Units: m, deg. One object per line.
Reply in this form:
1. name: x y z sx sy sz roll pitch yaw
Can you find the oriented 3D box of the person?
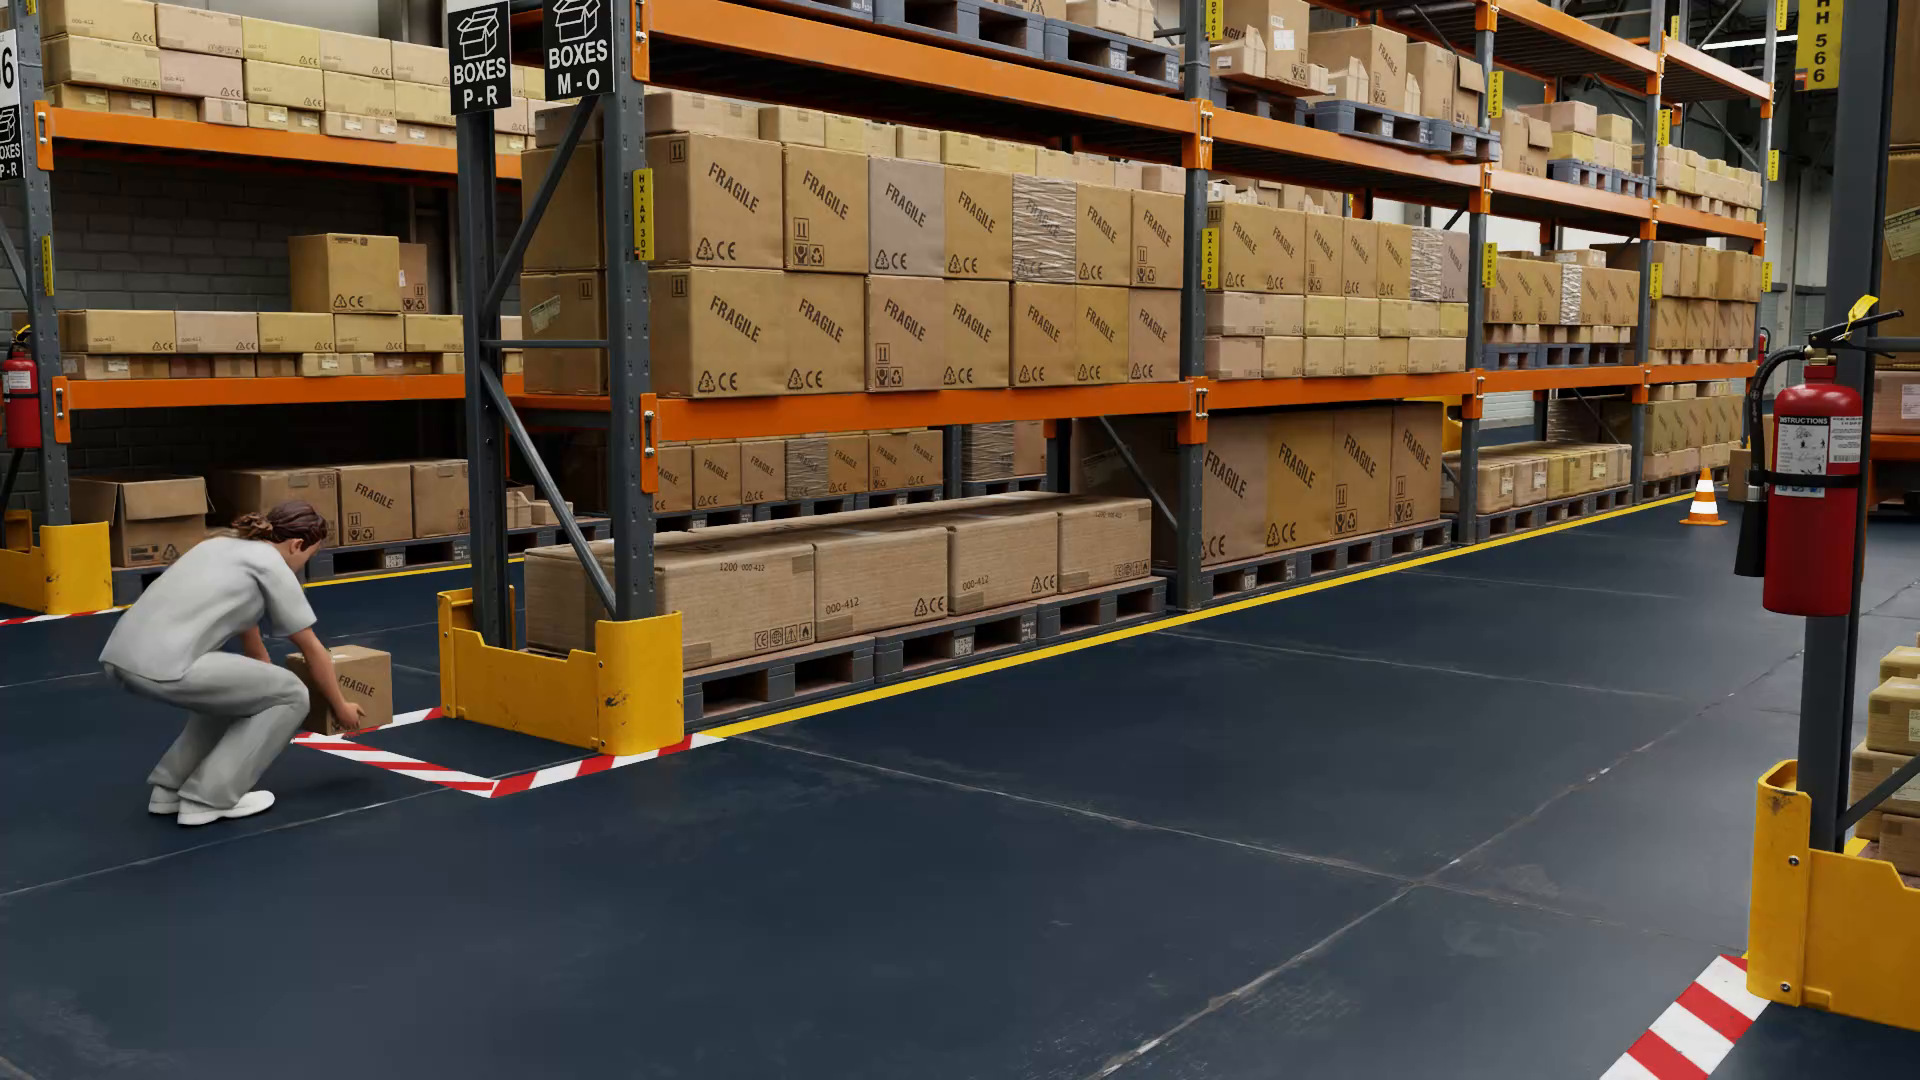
1. person: -2.396 0.381 5.450 0.486 0.991 0.785 5 9 38
